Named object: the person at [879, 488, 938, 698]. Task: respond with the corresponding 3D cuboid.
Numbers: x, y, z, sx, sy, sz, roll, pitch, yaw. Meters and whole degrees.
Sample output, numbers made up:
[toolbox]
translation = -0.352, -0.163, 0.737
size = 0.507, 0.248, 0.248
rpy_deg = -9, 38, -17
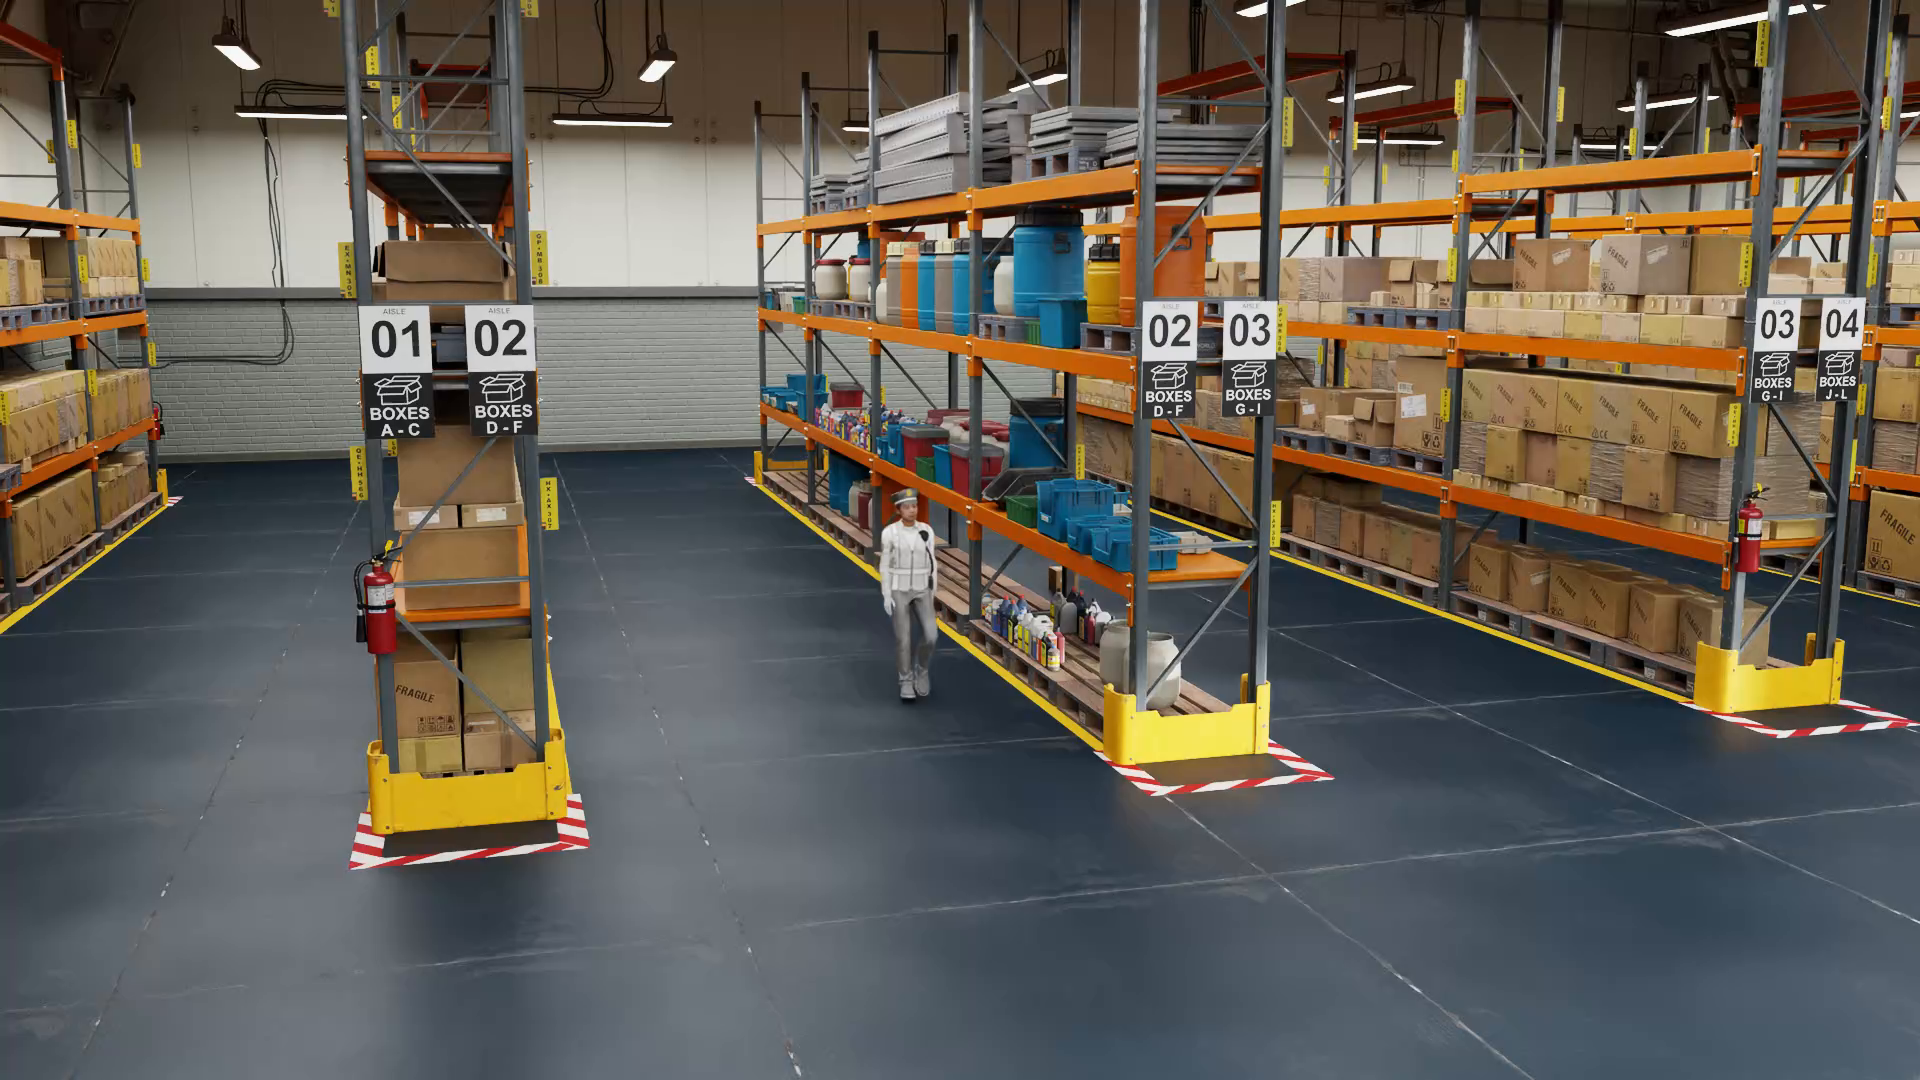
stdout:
[person]
translation = -0.398, 0.430, 13.225
size = 0.479, 1.699, 0.430
rpy_deg = -2, 9, -12
